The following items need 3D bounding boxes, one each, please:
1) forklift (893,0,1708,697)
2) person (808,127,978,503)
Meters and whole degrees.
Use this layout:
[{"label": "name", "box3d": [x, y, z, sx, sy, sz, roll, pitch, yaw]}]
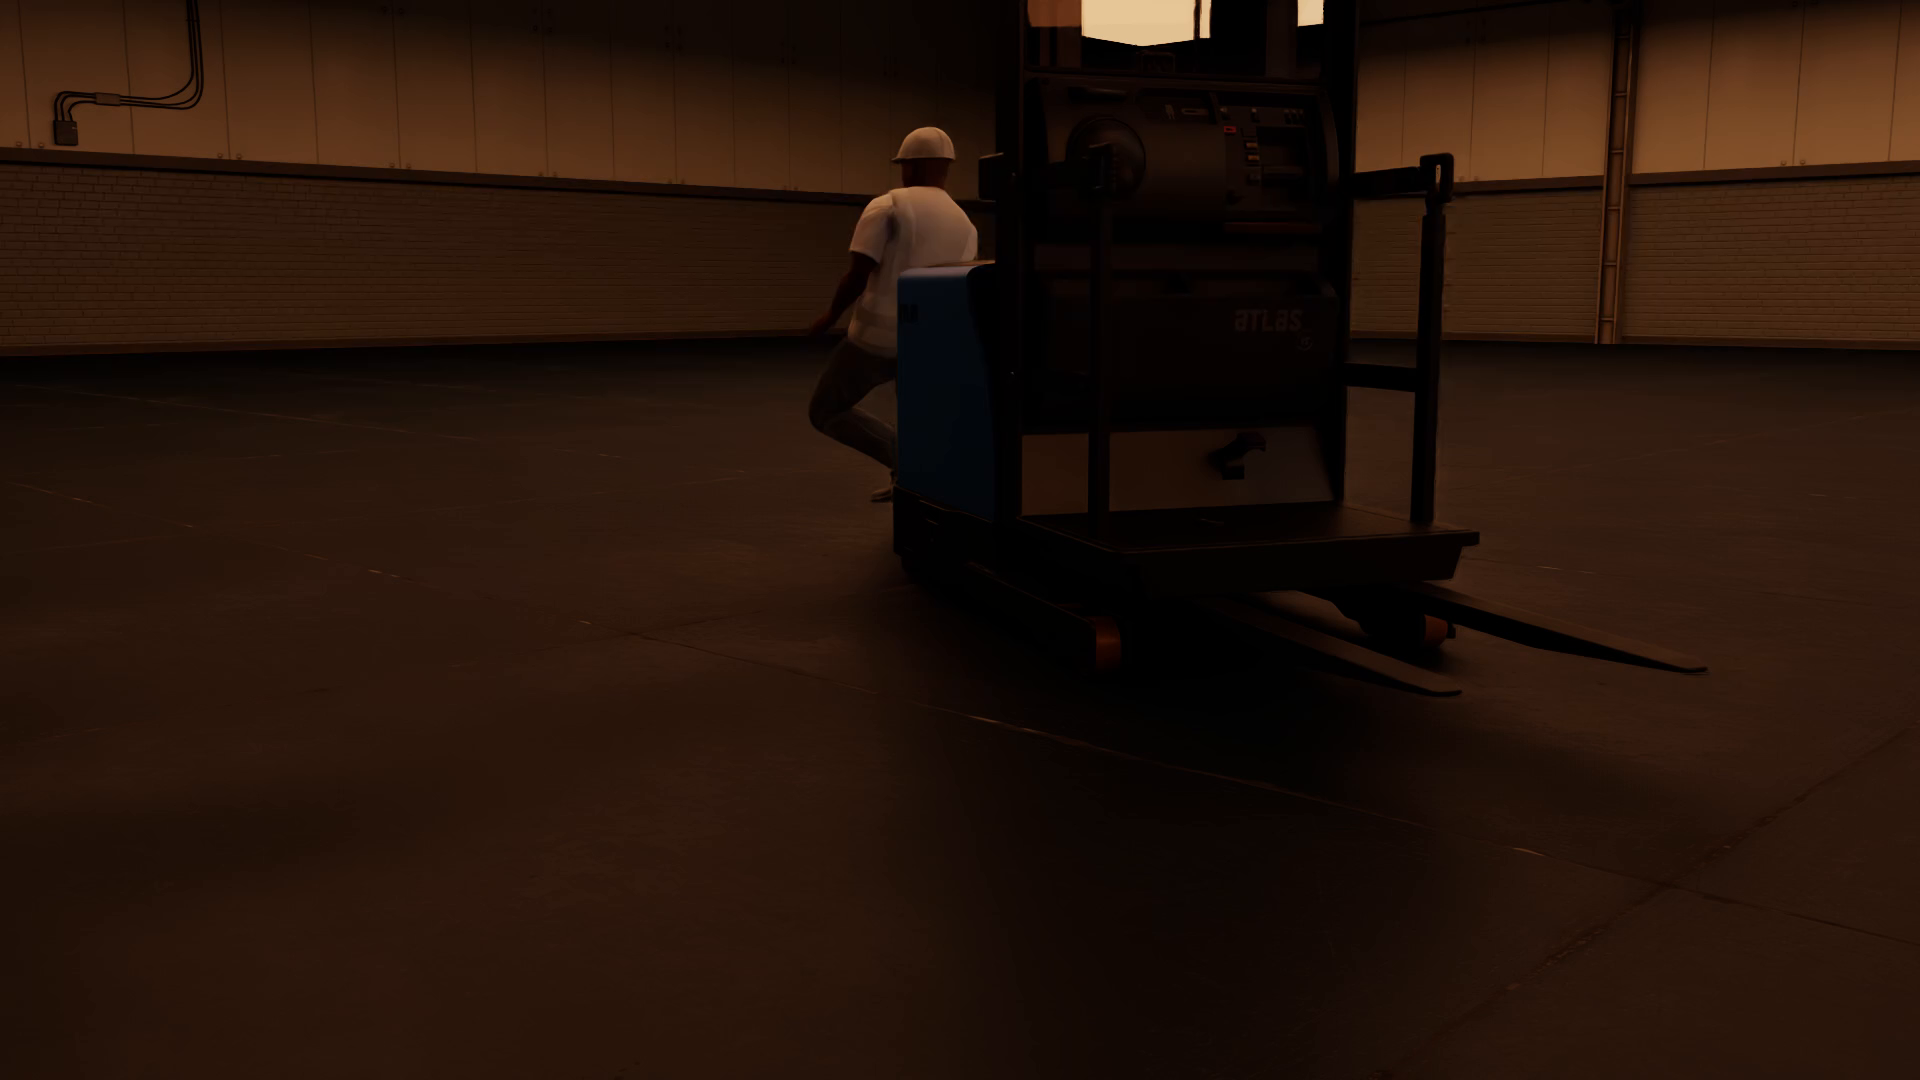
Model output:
[{"label": "forklift", "box3d": [0.735, -1.159, 4.568, 1.130, 2.935, 3.031, -3, 9, -19]}, {"label": "person", "box3d": [-0.246, -0.834, 6.789, 0.789, 1.640, 0.676, -7, 11, -38]}]
